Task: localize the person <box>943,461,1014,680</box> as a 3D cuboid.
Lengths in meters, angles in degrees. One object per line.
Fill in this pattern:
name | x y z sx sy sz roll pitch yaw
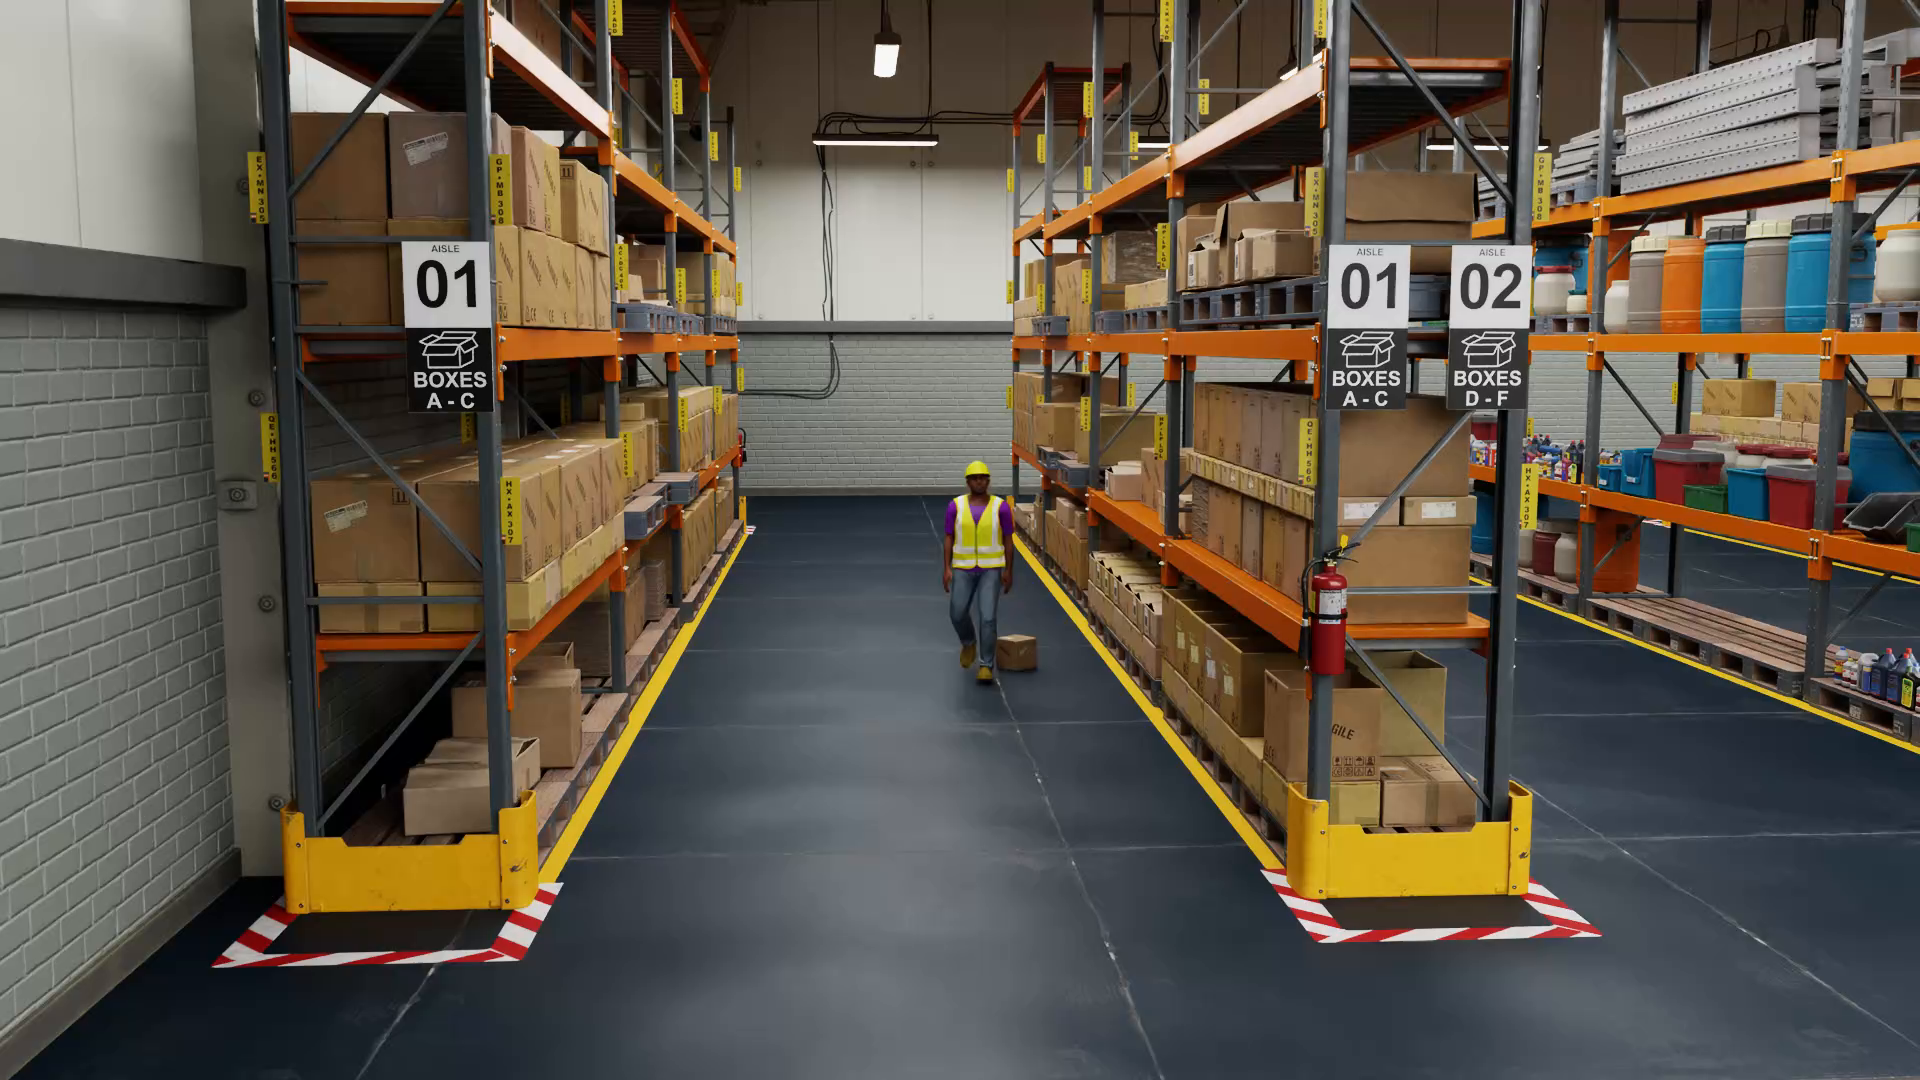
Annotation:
person | 0.151 0.234 13.470 0.578 1.752 0.561 1 7 6
